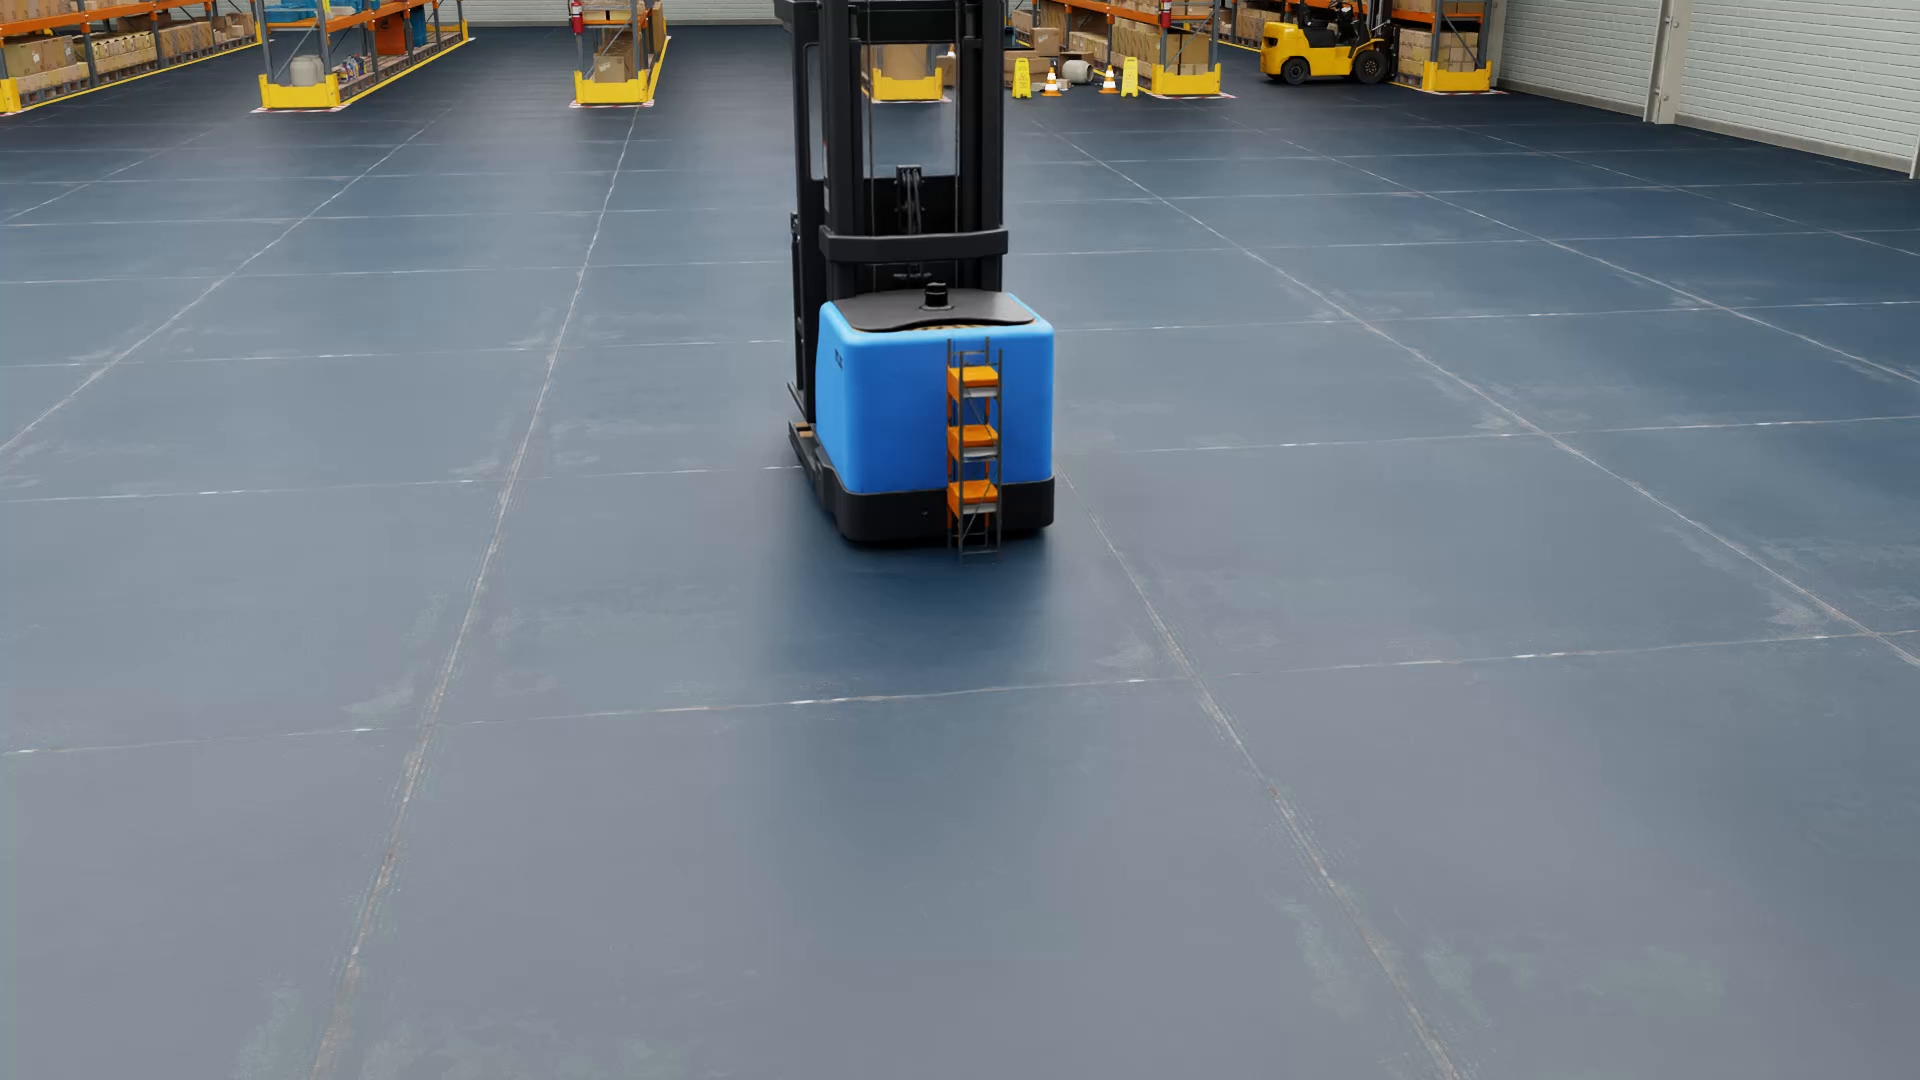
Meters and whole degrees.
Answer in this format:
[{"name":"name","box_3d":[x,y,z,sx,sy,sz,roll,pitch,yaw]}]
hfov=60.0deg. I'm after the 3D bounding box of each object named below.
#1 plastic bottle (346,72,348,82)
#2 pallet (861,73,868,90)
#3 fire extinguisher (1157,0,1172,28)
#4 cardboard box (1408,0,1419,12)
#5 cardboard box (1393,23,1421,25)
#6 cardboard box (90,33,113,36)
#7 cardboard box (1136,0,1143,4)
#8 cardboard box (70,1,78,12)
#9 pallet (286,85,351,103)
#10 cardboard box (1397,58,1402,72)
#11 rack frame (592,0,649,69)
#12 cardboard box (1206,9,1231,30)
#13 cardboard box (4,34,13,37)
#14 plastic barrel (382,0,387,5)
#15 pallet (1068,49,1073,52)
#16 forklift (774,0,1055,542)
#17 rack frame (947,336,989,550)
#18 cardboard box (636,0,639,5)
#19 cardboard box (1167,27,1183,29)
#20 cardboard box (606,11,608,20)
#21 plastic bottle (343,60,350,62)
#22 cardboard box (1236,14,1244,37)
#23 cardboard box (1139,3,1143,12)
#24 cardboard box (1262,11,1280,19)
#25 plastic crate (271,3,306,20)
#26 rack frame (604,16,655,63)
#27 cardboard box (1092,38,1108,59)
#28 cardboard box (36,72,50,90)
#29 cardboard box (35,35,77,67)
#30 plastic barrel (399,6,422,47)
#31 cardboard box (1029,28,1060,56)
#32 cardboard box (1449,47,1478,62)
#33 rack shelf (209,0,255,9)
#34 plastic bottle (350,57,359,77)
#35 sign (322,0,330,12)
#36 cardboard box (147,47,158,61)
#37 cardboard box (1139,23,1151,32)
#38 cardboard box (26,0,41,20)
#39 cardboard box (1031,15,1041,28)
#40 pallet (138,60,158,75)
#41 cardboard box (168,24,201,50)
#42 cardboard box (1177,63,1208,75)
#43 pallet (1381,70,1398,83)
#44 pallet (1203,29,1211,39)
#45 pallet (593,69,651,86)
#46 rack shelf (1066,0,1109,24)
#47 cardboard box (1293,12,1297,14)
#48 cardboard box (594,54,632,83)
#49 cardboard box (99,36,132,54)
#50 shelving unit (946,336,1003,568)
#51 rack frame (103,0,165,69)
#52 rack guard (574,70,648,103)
[{"name":"plastic bottle","box_3d":[-10.695,-8.069,28.903,0.097,0.201,0.097,0,20,0]},{"name":"pallet","box_3d":[-1.269,-8.347,30.264,1.003,0.211,1.213,-3,21,-8]},{"name":"fire extinguisher","box_3d":[3.541,-9.145,28.524,0.296,0.674,0.183,-3,21,-8]},{"name":"cardboard box","box_3d":[8.495,-9.880,30.238,0.500,0.500,0.500,-2,21,-6]},{"name":"cardboard box","box_3d":[8.665,-9.922,32.395,0.500,0.250,0.500,-3,21,-9]},{"name":"cardboard box","box_3d":[-16.914,-9.809,32.721,0.500,0.311,0.500,-3,21,-9]},{"name":"cardboard box","box_3d":[3.493,-9.951,30.004,0.500,0.500,0.500,-3,21,-8]},{"name":"cardboard box","box_3d":[-16.321,-9.729,30.191,0.500,0.250,0.500,-2,21,-4]},{"name":"pallet","box_3d":[-10.897,-7.493,27.977,1.003,0.211,1.213,-3,21,-8]},{"name":"cardboard box","box_3d":[8.386,-8.897,31.080,0.500,0.250,0.500,-3,21,-7]},{"name":"rack frame","box_3d":[-6.403,-10.129,31.048,1.000,3.000,0.127,-3,21,-8]},{"name":"cardboard box","box_3d":[6.641,-13.358,42.667,0.500,0.500,0.500,-3,21,-7]},{"name":"cardboard box","box_3d":[-22.408,-11.791,38.471,0.700,0.500,0.500,-2,21,-6]},{"name":"plastic barrel","box_3d":[-11.393,-10.689,32.354,0.433,0.535,0.433,0,20,0]},{"name":"pallet","box_3d":[2.938,-10.437,35.858,1.003,0.211,1.213,-3,21,-8]},{"name":"forklift","box_3d":[-0.369,-1.848,8.974,1.130,2.935,3.031,-5,21,-12]},{"name":"rack frame","box_3d":[0.039,-0.452,7.925,0.200,1.050,0.008,-5,21,-12]},{"name":"cardboard box","box_3d":[-6.190,-9.813,29.635,0.875,0.500,0.500,-3,21,-8]},{"name":"cardboard box","box_3d":[3.904,-9.345,31.207,0.500,0.500,0.500,-2,21,-5]},{"name":"cardboard box","box_3d":[-6.107,-8.801,27.852,0.380,0.149,0.250,-3,21,-8]},{"name":"plastic bottle","box_3d":[-11.041,-8.518,30.000,0.152,0.276,0.135,-3,21,-8]},{"name":"cardboard box","box_3d":[7.009,-12.497,40.362,0.500,0.500,0.500,-2,21,-5]},{"name":"cardboard box","box_3d":[3.461,-9.684,30.217,0.380,0.149,0.250,-3,21,-8]},{"name":"cardboard box","box_3d":[7.253,-12.214,38.675,0.380,0.149,0.250,-4,21,-10]},{"name":"plastic crate","box_3d":[-11.184,-8.808,27.724,0.499,0.251,0.408,-3,21,-8]},{"name":"rack frame","box_3d":[-6.980,-11.514,34.756,1.000,3.000,0.127,-3,21,-8]},{"name":"cardboard box","box_3d":[3.218,-10.025,33.925,0.950,0.372,0.625,-2,21,-4]},{"name":"cardboard box","box_3d":[-15.634,-7.697,27.867,0.500,0.250,0.500,-3,21,-8]},{"name":"cardboard box","box_3d":[-15.863,-8.567,29.125,0.500,0.500,0.500,-3,21,-8]},{"name":"plastic barrel","box_3d":[-12.294,-11.428,36.926,0.600,0.901,0.708,-3,21,-8]},{"name":"cardboard box","box_3d":[1.646,-9.712,32.423,0.500,0.500,0.500,-3,21,-8]},{"name":"cardboard box","box_3d":[9.029,-8.812,30.136,0.500,0.250,0.500,-3,21,-7]},{"name":"rack shelf","box_3d":[-17.648,-12.756,39.110,1.077,0.370,4.000,-3,21,-8]},{"name":"plastic bottle","box_3d":[-10.852,-8.458,29.731,0.144,0.351,0.185,-3,21,-8]},{"name":"sign","box_3d":[-10.183,-8.650,26.693,0.100,0.325,0.005,-3,21,-8]},{"name":"cardboard box","box_3d":[-16.466,-9.754,33.375,0.500,0.250,0.500,-2,21,-6]},{"name":"cardboard box","box_3d":[3.454,-9.283,30.114,0.380,0.149,0.250,-3,21,-7]},{"name":"cardboard box","box_3d":[-15.910,-8.991,27.858,0.700,0.500,0.500,-2,21,-6]},{"name":"cardboard box","box_3d":[2.266,-12.618,40.774,0.875,0.438,0.875,-3,21,-9]},{"name":"pallet","box_3d":[-16.703,-9.422,33.142,1.003,0.211,1.213,-3,21,-8]},{"name":"cardboard box","box_3d":[-16.870,-10.934,36.148,0.500,0.500,0.500,-3,21,-7]},{"name":"cardboard box","box_3d":[4.138,-8.446,29.871,0.500,0.250,0.500,-3,21,-8]},{"name":"pallet","box_3d":[8.567,-8.873,31.672,1.003,0.211,1.213,-3,21,-8]},{"name":"pallet","box_3d":[6.884,-13.005,42.735,1.003,0.211,1.213,-3,21,-8]},{"name":"pallet","box_3d":[-6.271,-8.592,30.918,1.003,0.211,1.213,-3,21,-8]},{"name":"rack shelf","box_3d":[3.115,-10.984,34.367,1.077,0.370,4.000,-3,21,-8]},{"name":"cardboard box","box_3d":[7.897,-12.065,38.278,0.380,0.149,0.250,-4,21,-10]},{"name":"cardboard box","box_3d":[-5.900,-7.987,28.285,0.500,0.500,0.500,1,20,2]},{"name":"cardboard box","box_3d":[-16.242,-9.490,31.865,0.500,0.311,0.500,-2,21,-6]},{"name":"shelving unit","box_3d":[0.066,-0.410,7.814,0.215,1.050,0.252,-5,21,-12]},{"name":"rack frame","box_3d":[-16.783,-11.016,33.422,1.000,3.000,0.127,-3,21,-8]},{"name":"rack guard","box_3d":[-5.837,-7.599,27.848,1.175,0.500,0.348,-3,21,-8]}]
